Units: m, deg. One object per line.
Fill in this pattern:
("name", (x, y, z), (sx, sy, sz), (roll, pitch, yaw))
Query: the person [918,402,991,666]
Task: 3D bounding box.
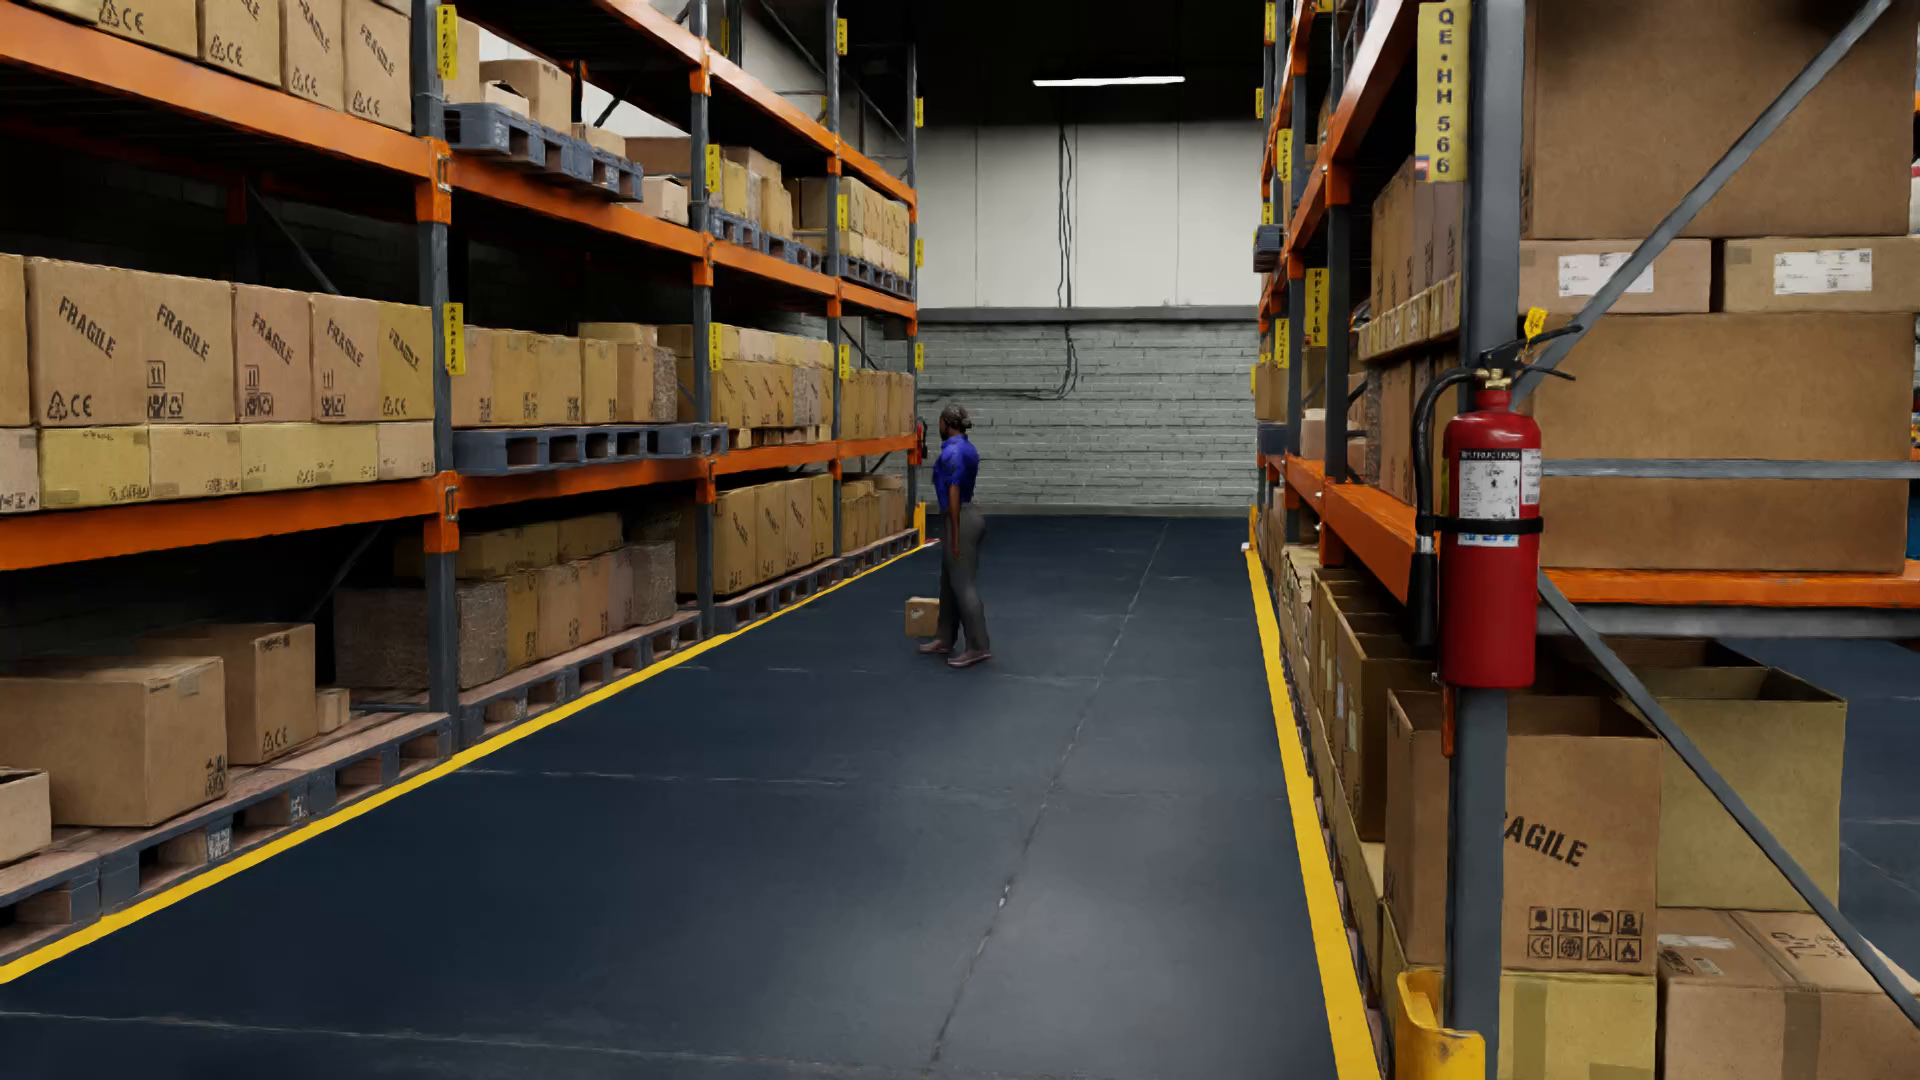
("person", (-0.025, -0.046, 10.616), (0.551, 1.659, 0.595), (1, 5, 12))
